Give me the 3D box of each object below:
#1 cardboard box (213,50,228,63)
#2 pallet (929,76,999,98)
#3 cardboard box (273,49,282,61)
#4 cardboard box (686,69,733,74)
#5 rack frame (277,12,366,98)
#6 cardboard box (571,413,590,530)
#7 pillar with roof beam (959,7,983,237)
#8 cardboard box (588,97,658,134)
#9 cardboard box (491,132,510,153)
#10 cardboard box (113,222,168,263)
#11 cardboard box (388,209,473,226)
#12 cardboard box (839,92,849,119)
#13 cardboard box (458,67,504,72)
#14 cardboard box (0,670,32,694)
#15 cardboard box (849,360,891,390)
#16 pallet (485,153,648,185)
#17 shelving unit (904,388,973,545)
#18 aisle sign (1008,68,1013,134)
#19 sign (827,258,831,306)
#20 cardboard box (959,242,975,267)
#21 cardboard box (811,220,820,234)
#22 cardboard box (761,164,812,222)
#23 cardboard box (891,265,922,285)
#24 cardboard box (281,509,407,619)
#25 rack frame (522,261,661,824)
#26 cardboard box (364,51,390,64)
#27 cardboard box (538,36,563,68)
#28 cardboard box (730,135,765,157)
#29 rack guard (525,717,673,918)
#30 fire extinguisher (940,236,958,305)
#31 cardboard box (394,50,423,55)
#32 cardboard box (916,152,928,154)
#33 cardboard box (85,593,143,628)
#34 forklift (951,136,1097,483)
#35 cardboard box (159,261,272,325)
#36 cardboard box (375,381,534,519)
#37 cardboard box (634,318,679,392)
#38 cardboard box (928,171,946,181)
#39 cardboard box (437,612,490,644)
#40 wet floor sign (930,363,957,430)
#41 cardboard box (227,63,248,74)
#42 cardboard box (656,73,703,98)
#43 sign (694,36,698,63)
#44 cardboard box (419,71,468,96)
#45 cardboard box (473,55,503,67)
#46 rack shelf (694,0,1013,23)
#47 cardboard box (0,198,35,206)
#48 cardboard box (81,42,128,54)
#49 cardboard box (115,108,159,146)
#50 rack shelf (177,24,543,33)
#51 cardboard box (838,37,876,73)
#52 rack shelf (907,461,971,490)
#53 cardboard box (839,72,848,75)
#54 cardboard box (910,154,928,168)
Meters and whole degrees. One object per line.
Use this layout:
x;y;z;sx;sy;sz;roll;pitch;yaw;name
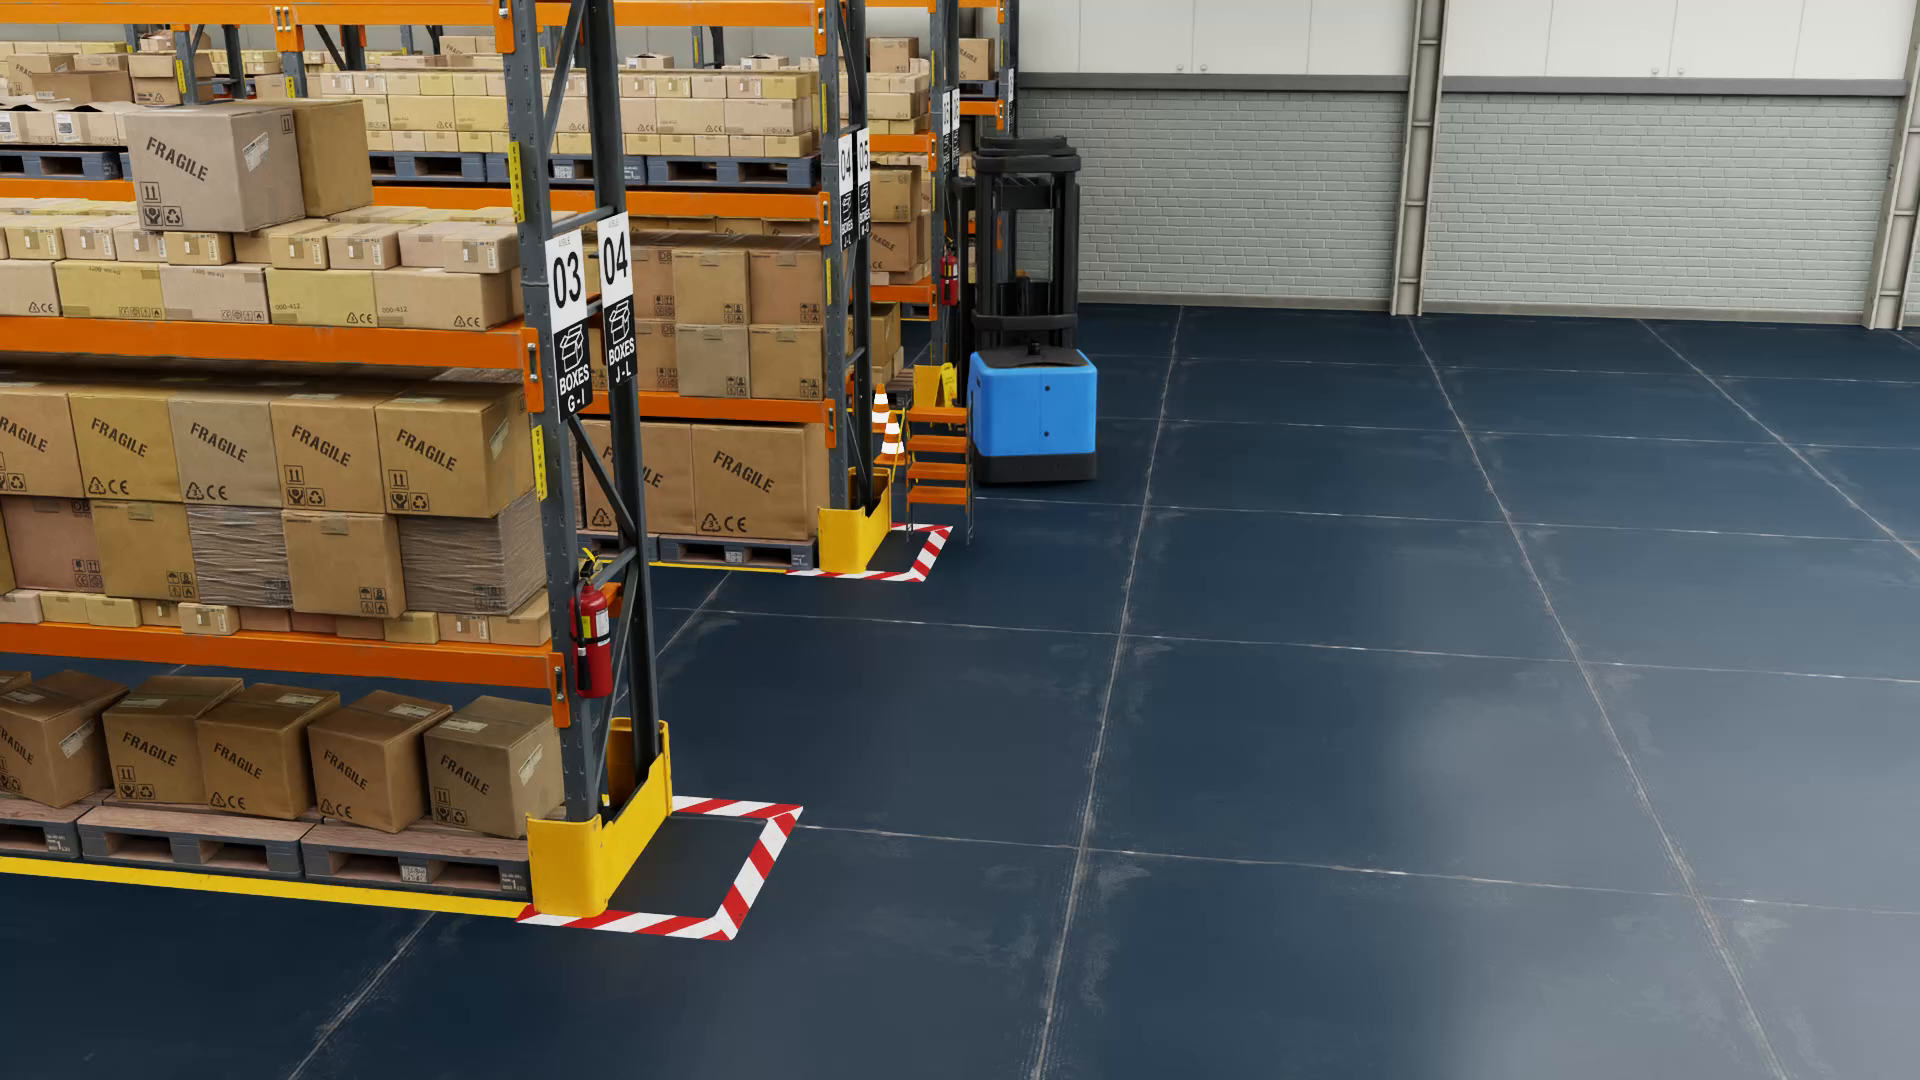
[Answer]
-9.953;-6.593;22.660;0.250;0.149;0.380;3;19;9;cardboard box
-0.063;-5.891;21.594;1.213;0.211;1.003;3;19;9;pallet
-9.376;-6.714;23.021;0.250;0.149;0.380;3;19;10;cardboard box
-1.866;-3.439;12.446;0.250;0.149;0.380;3;19;9;cardboard box
-4.787;-4.402;12.277;0.127;3.000;1.000;3;19;9;rack frame
-3.286;-0.651;13.207;0.875;0.875;0.875;3;19;9;cardboard box
-0.596;-6.280;17.891;0.400;9.000;9.100;3;19;9;pillar with roof beam
-2.354;-3.083;12.010;0.500;0.250;0.500;3;19;8;cardboard box
-3.224;-2.918;12.147;0.250;0.149;0.380;3;19;9;cardboard box
-3.594;-1.359;7.519;0.250;0.149;0.380;2;19;6;cardboard box
-2.469;-1.451;7.793;0.250;0.149;0.380;3;19;8;cardboard box
-1.195;-4.375;16.692;0.500;0.250;0.500;3;19;8;cardboard box
-3.631;-3.528;12.713;0.250;0.149;0.380;3;19;10;cardboard box
-5.285;1.011;8.832;0.500;0.500;0.500;2;19;7;cardboard box
-1.017;-1.764;17.520;0.500;0.250;0.500;3;19;8;cardboard box
-2.780;-2.831;12.448;1.213;0.211;1.003;3;19;9;pallet
-0.163;-0.577;13.138;0.503;1.200;0.258;3;19;9;shelving unit
0.650;-5.604;21.228;0.004;0.787;0.394;3;19;9;aisle sign
-0.937;-1.848;11.900;0.005;0.325;0.100;3;19;9;sign
0.127;-3.761;21.913;0.500;0.250;0.500;4;19;10;cardboard box
-1.225;-3.068;17.117;0.500;0.500;0.500;3;19;9;cardboard box
-1.710;-3.553;16.991;0.500;0.500;0.700;3;19;8;cardboard box
-0.555;-2.744;17.173;0.250;0.149;0.380;4;19;10;cardboard box
-2.776;-0.019;8.006;0.500;0.500;0.875;3;19;9;cardboard box
-1.724;0.193;7.998;0.127;3.000;1.000;3;19;9;rack frame
-7.897;-6.522;22.479;0.250;0.149;0.380;2;19;7;cardboard box
-5.586;-6.422;22.064;0.500;0.500;0.500;3;19;10;cardboard box
-1.468;-2.829;11.880;0.250;0.149;0.380;3;19;9;cardboard box
-1.799;1.375;8.406;0.348;0.500;1.175;3;19;9;rack guard
-0.112;-2.725;16.841;0.183;0.674;0.296;3;19;9;fire extinguisher
-7.587;-6.656;22.880;0.250;0.149;0.380;2;19;7;cardboard box
-0.424;-5.096;22.158;0.250;0.149;0.380;3;19;9;cardboard box
-4.026;0.287;8.113;0.250;0.149;0.380;3;19;9;cardboard box
0.513;-2.313;15.597;1.130;2.935;3.031;-2;19;-7;forklift
-3.238;-1.155;7.538;0.500;0.250;0.500;3;19;10;cardboard box
-2.306;-0.420;7.628;0.500;0.500;0.500;3;19;9;cardboard box
-2.291;-1.519;12.881;0.550;0.550;0.875;3;19;9;cardboard box
-0.259;-4.787;21.703;0.250;0.149;0.380;3;19;10;cardboard box
-2.285;0.350;7.926;0.250;0.149;0.380;3;19;9;cardboard box
-0.134;-1.450;16.620;0.232;0.644;0.267;10;21;27;wet floor sign
-9.727;-6.415;22.596;0.250;0.149;0.380;3;19;10;cardboard box
-1.979;-3.233;11.830;0.250;0.149;0.380;3;19;10;cardboard box
-3.394;-6.314;21.409;0.005;0.325;0.100;3;19;9;sign
-3.729;-3.322;12.097;0.250;0.149;0.380;3;19;8;cardboard box
-4.694;-4.890;17.248;0.500;0.250;0.500;3;19;10;cardboard box
-1.343;-6.881;21.452;4.000;0.370;1.077;3;19;9;rack shelf
-4.796;-1.595;8.224;0.250;0.149;0.380;2;19;6;cardboard box
-11.753;-6.750;23.002;0.500;0.250;0.500;3;19;9;cardboard box
-6.041;-3.148;12.674;0.500;0.250;0.500;3;19;8;cardboard box
-6.076;-5.528;17.405;4.000;0.370;1.077;3;19;9;rack shelf
-1.411;-6.255;21.560;0.637;0.503;0.797;4;19;10;cardboard box
-0.163;-0.514;13.159;0.480;0.148;0.258;3;19;9;rack shelf
-1.195;-4.750;17.185;0.250;0.149;0.380;3;19;8;cardboard box
-0.501;-4.958;21.745;0.250;0.149;0.380;3;19;9;cardboard box
